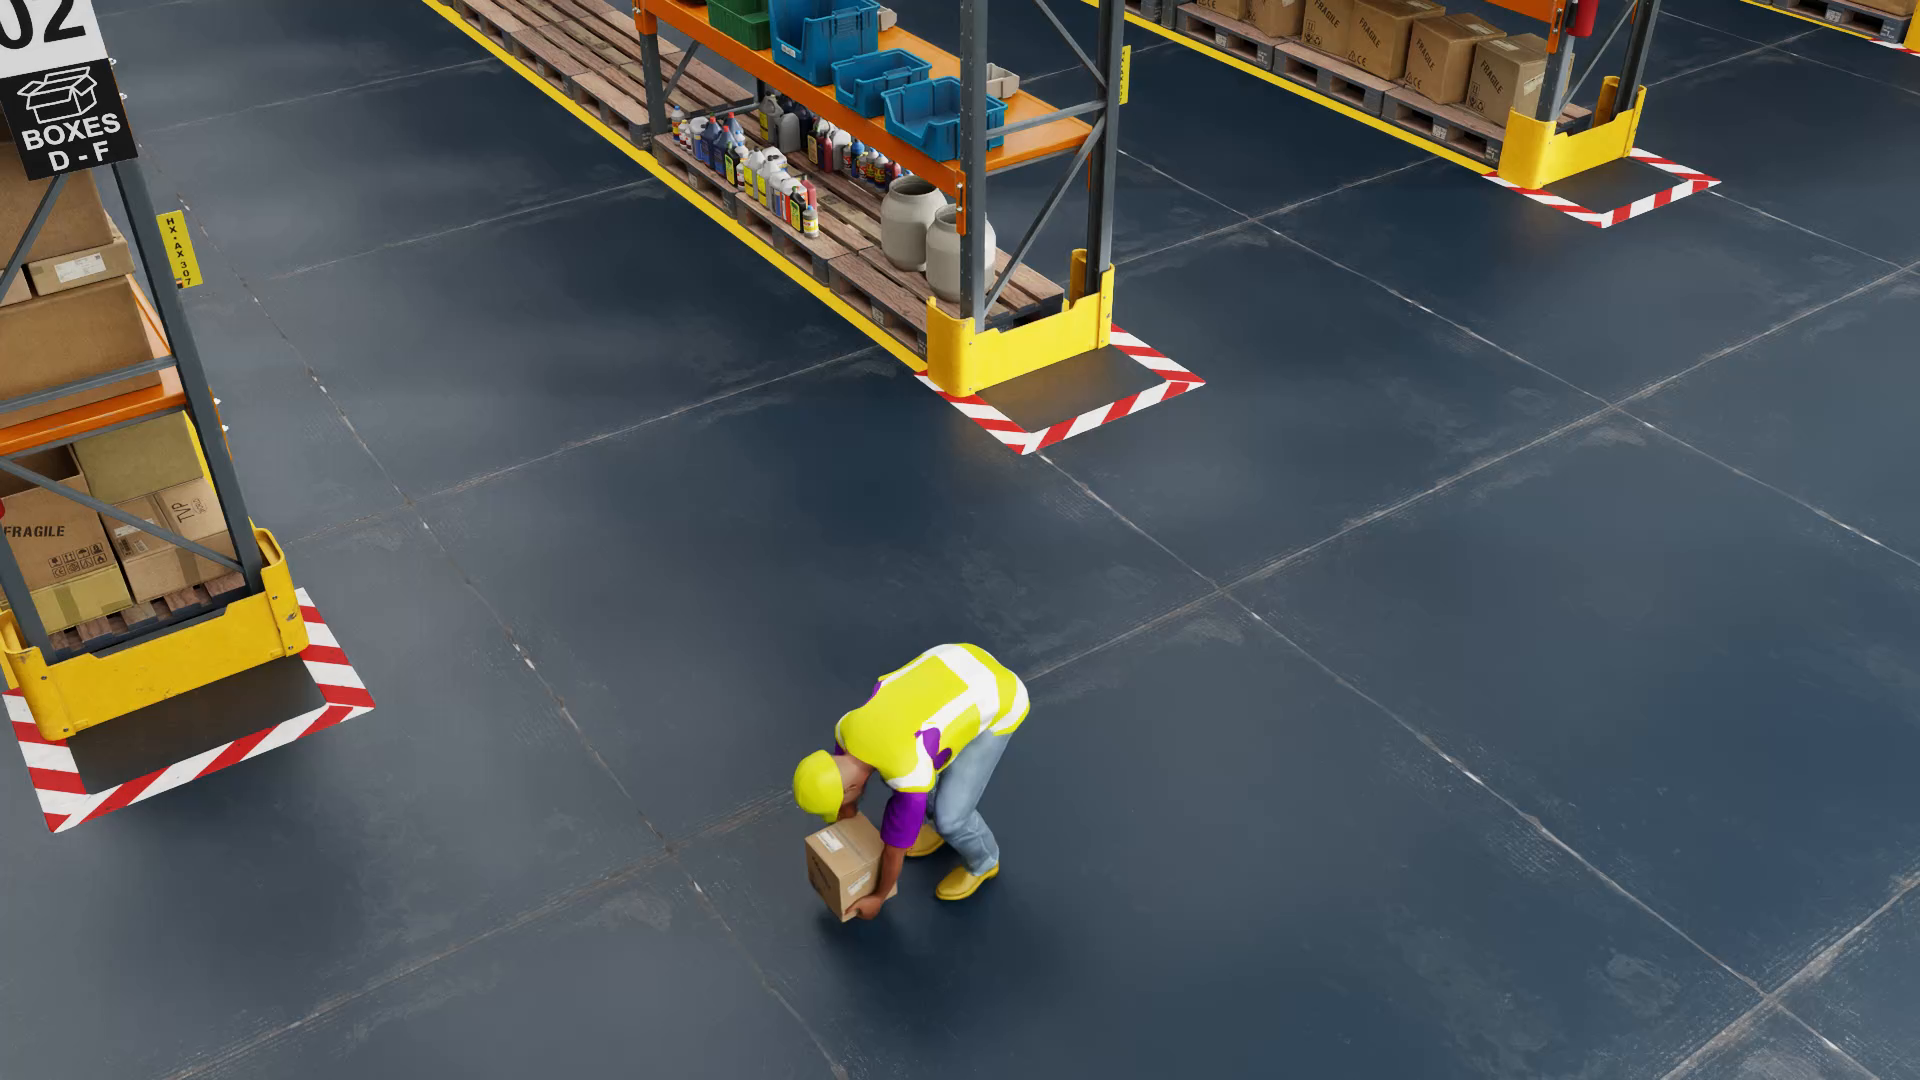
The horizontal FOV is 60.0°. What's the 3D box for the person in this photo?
[{"bbox_3d":[-0.192,0.953,6.308,0.977,1.018,0.492,-25,43,-30],"label":"person"}]
